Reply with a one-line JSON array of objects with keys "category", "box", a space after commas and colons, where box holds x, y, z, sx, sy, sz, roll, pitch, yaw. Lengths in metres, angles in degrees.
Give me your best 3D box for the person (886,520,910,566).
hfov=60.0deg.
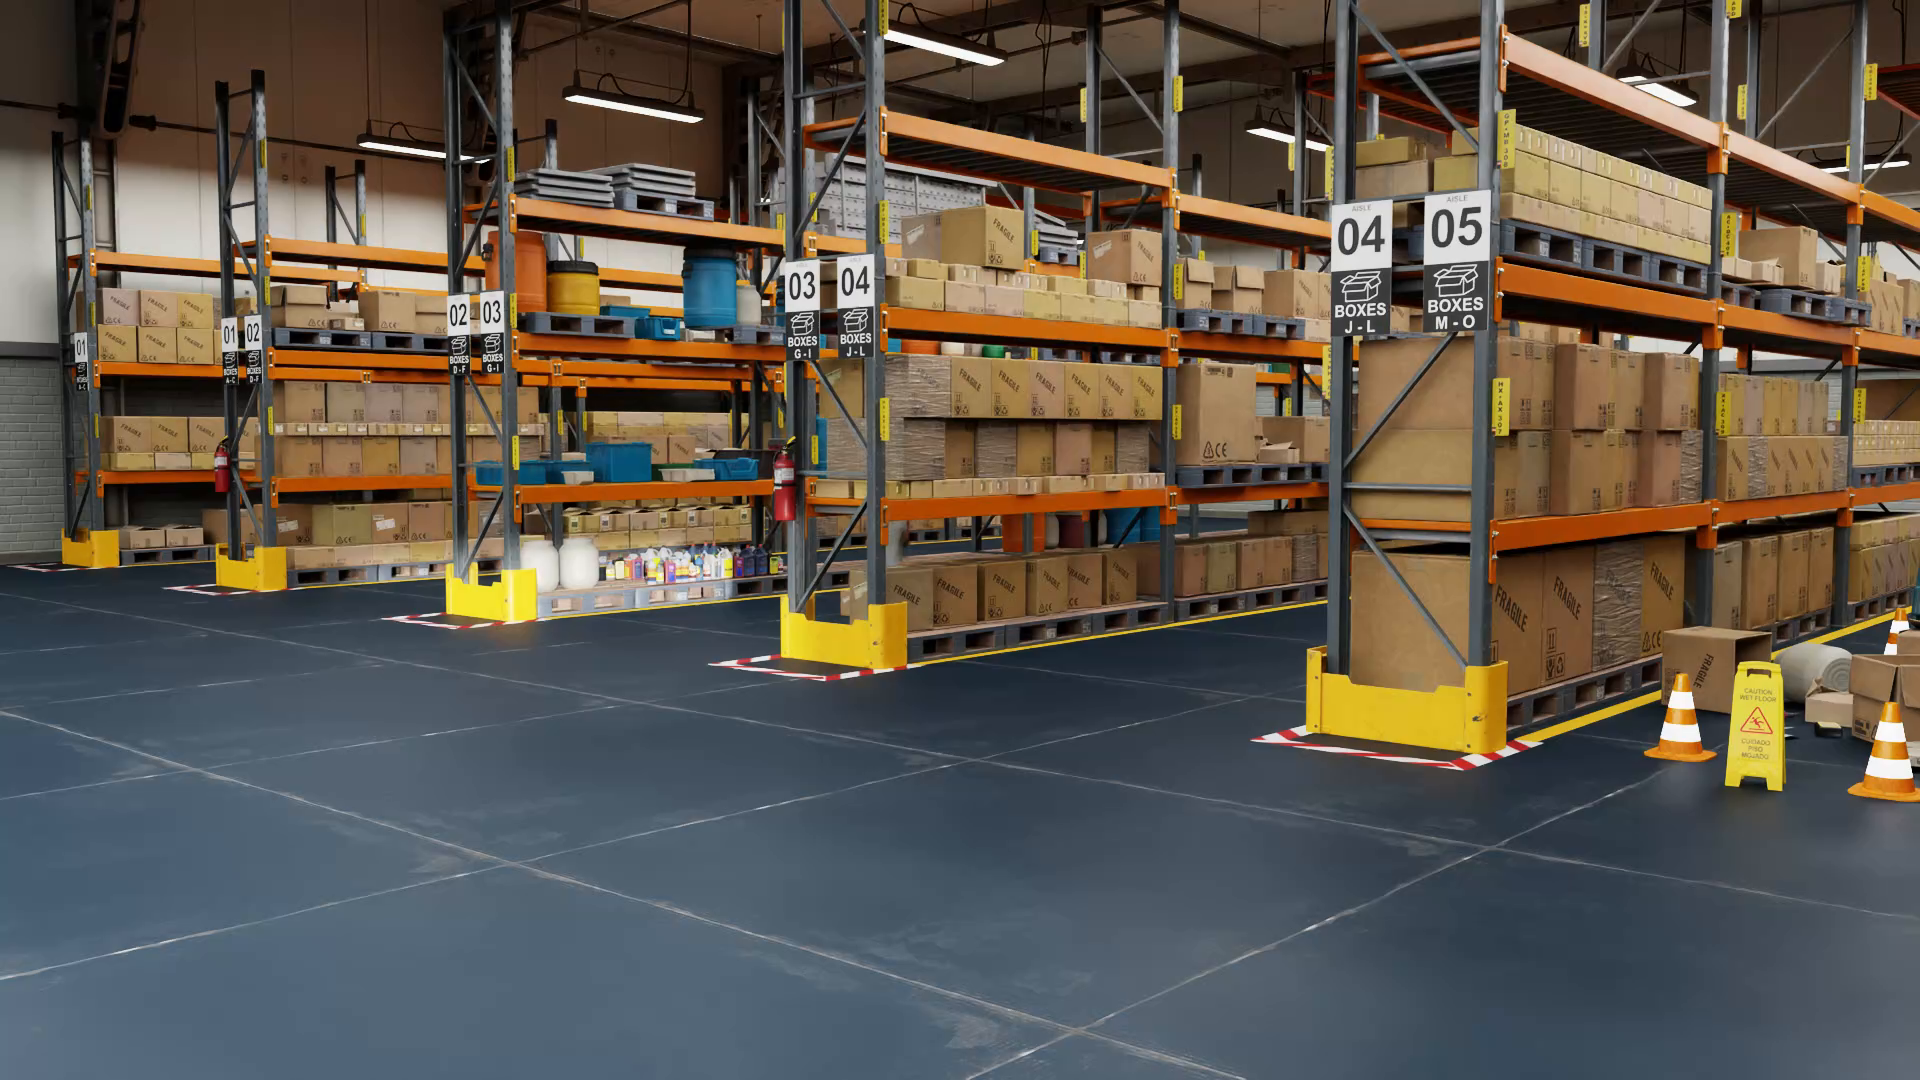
[{"category": "person", "box": [-0.768, -0.067, 16.404, 0.674, 1.666, 0.457, 1, 4, 22]}]
